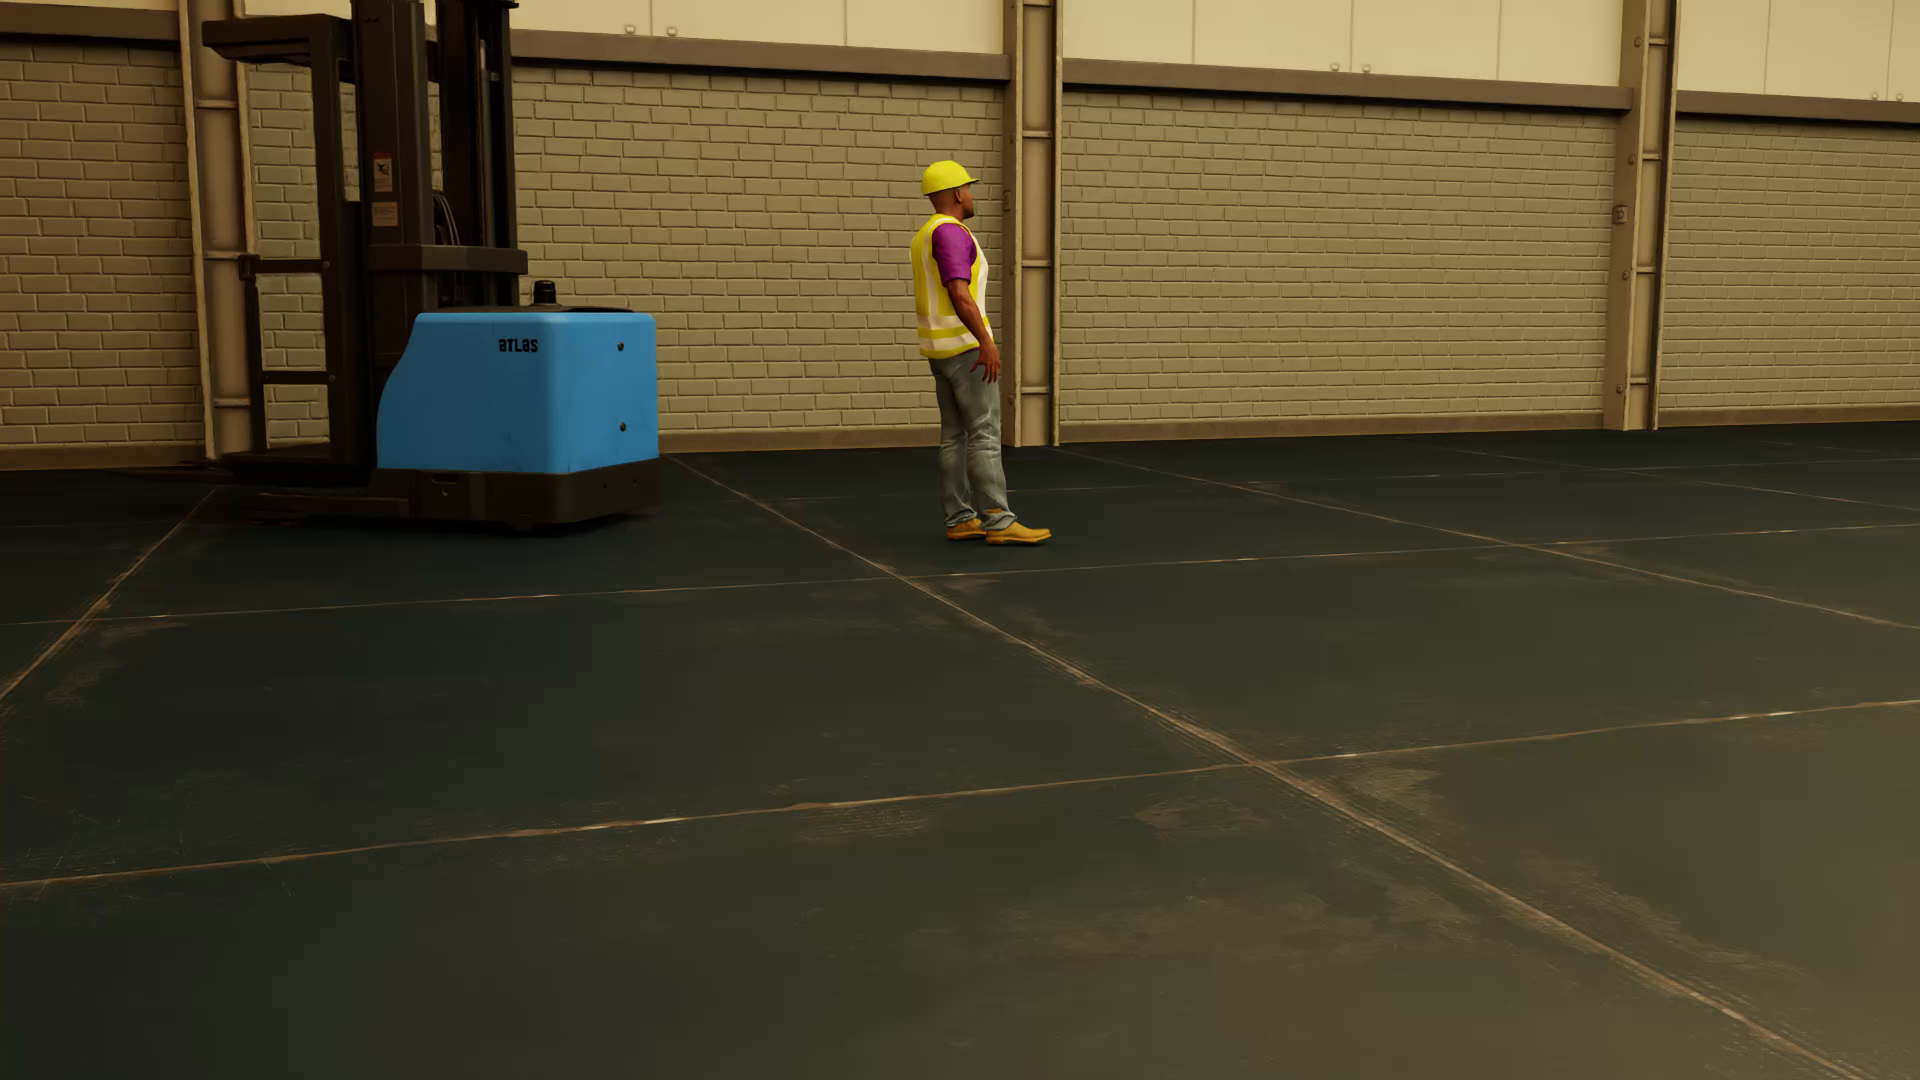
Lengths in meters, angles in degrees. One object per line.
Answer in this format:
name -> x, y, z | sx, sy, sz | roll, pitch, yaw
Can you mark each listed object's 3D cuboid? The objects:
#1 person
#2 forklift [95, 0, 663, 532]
person -> 0.068, -0.885, 7.820 | 0.576, 1.766, 0.665 | -3, 8, -18
forklift -> -3.158, -1.585, 8.705 | 3.031, 2.935, 1.130 | 3, 8, 18
